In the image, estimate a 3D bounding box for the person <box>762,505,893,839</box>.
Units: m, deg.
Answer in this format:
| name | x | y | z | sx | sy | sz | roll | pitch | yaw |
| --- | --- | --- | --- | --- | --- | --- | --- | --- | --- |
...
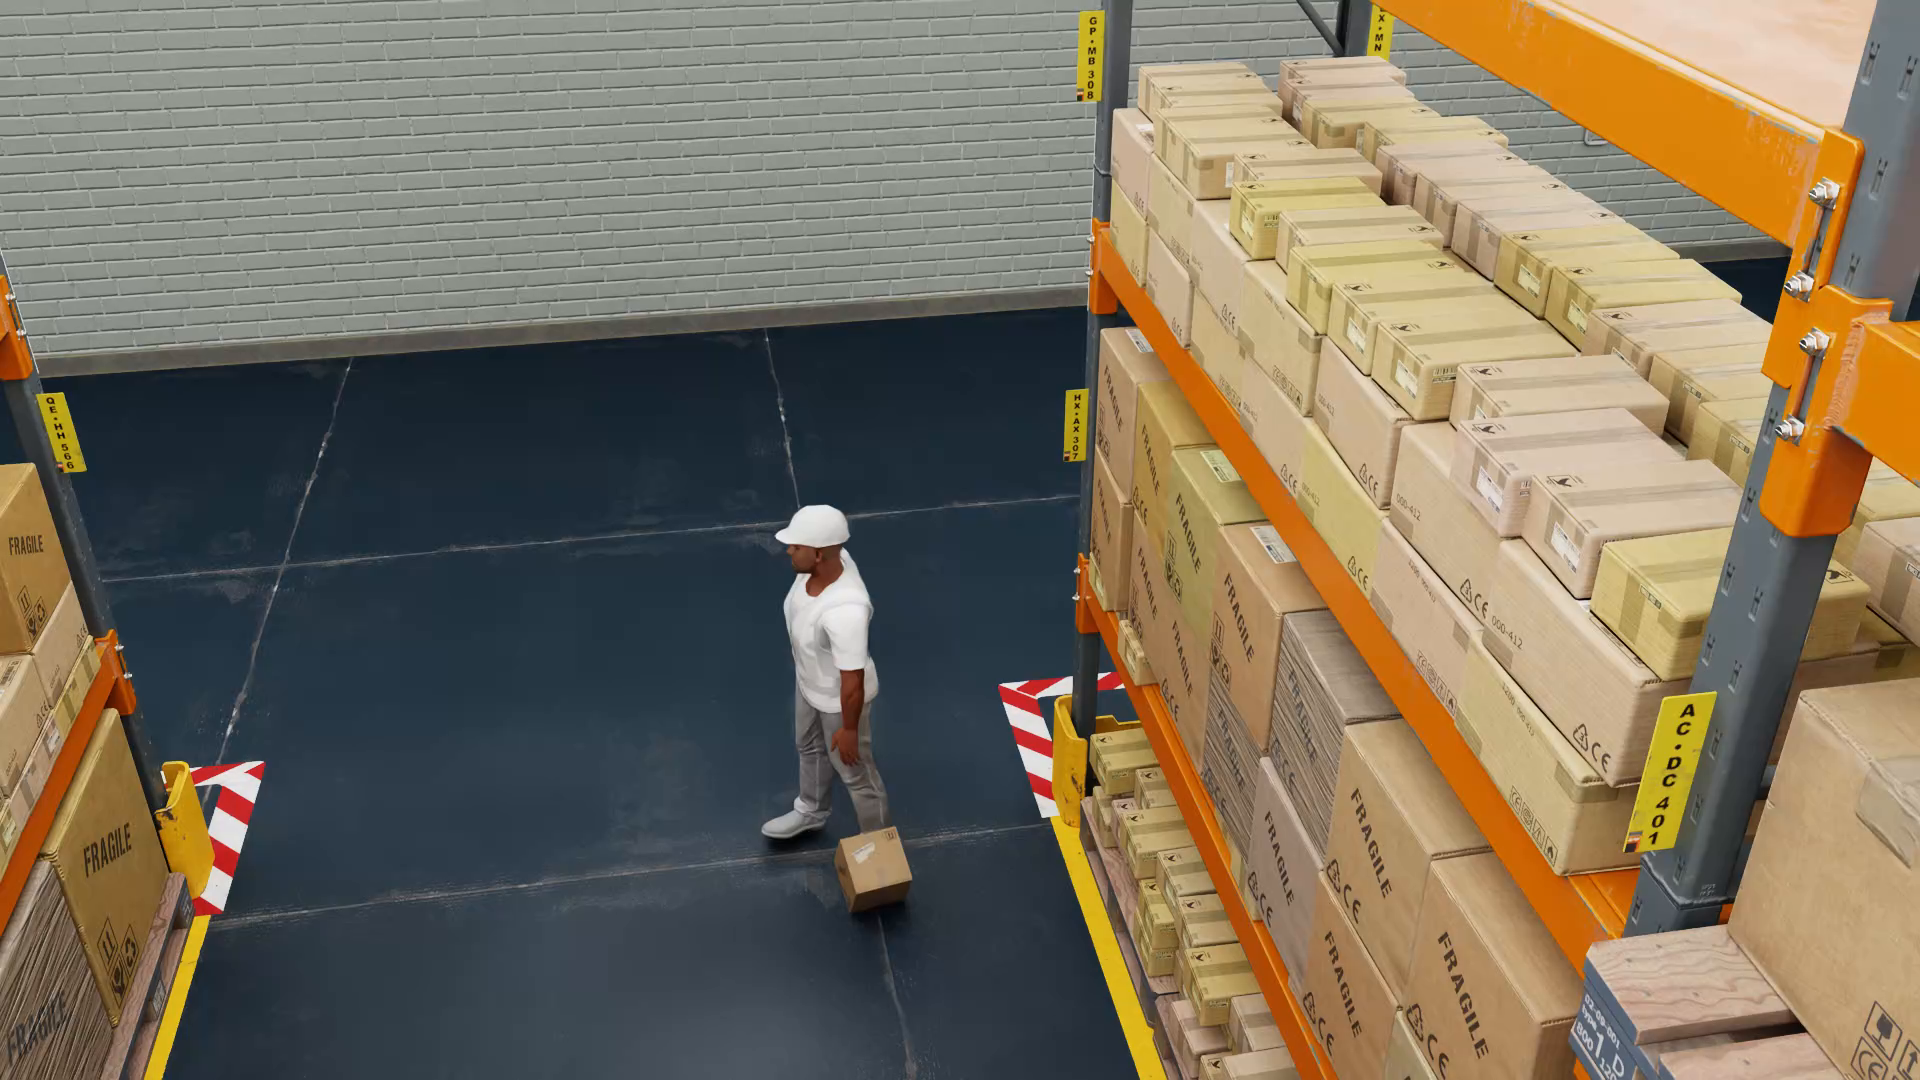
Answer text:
| name | x | y | z | sx | sy | sz | roll | pitch | yaw |
| --- | --- | --- | --- | --- | --- | --- | --- | --- | --- |
| person | -0.592 | 0.617 | 7.010 | 0.527 | 1.765 | 0.743 | -12 | 32 | -19 |
